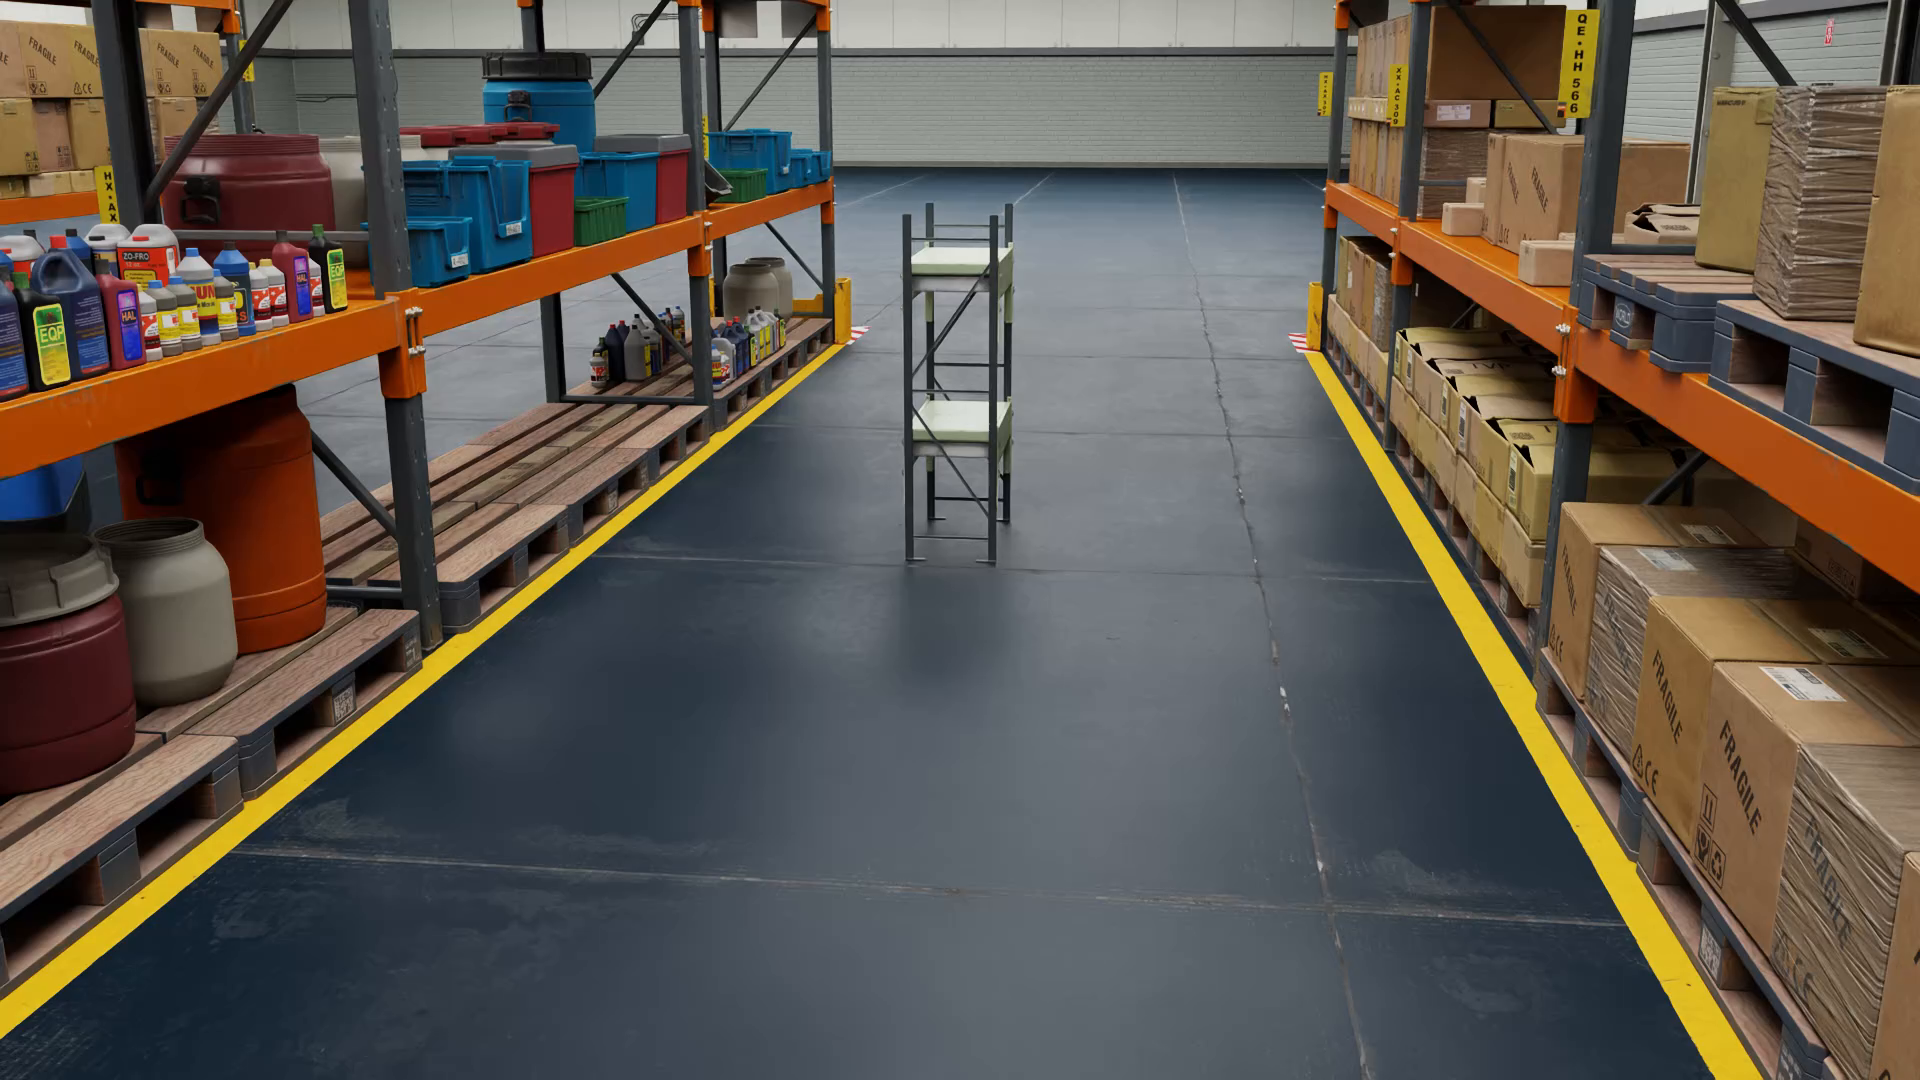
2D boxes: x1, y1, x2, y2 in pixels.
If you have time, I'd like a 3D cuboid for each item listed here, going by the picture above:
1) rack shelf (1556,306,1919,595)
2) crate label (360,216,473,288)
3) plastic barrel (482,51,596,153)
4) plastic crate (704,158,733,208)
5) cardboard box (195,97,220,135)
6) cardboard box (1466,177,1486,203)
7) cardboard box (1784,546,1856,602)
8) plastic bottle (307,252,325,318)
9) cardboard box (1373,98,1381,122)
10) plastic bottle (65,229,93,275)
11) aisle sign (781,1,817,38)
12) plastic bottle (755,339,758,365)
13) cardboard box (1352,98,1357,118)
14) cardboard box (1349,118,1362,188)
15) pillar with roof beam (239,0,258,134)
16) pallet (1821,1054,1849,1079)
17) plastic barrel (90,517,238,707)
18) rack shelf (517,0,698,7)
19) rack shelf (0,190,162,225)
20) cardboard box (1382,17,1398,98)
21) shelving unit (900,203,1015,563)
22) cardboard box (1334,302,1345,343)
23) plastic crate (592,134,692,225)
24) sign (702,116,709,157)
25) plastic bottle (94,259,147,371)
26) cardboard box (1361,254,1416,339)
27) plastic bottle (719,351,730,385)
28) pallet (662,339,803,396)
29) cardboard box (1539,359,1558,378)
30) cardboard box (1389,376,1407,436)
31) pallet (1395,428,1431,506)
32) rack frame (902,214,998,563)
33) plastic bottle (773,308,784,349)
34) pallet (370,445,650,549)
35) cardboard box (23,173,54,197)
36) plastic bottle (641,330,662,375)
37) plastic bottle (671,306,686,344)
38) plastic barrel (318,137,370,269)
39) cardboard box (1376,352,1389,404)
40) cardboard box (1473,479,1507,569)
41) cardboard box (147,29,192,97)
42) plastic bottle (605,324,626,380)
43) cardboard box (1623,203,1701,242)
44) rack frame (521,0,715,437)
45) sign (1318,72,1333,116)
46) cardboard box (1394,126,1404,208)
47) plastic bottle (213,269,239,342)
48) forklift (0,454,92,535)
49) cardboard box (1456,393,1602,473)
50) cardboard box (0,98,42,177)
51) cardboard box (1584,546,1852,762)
[{"bbox_3d":[2.258,-0.046,3.465,1.077,0.370,4.000,2,15,6],"label":"rack shelf"},{"bbox_3d":[-2.018,-1.077,6.218,0.303,0.233,0.416,2,15,6],"label":"crate label"},{"bbox_3d":[-2.331,-2.247,9.267,0.600,0.901,0.708,2,15,6],"label":"plastic barrel"},{"bbox_3d":[-1.801,-2.199,10.166,0.767,0.338,0.504,2,15,6],"label":"plastic crate"},{"bbox_3d":[-6.546,-3.330,13.469,0.875,0.500,0.500,2,15,6],"label":"cardboard box"},{"bbox_3d":[2.923,-1.748,8.669,0.500,0.250,0.500,3,15,10],"label":"cardboard box"},{"bbox_3d":[2.611,0.331,4.636,0.500,0.500,0.500,2,15,8],"label":"cardboard box"},{"bbox_3d":[-2.091,-0.817,5.316,0.097,0.201,0.097,0,15,0],"label":"plastic bottle"},{"bbox_3d":[2.954,-2.855,11.038,0.380,0.149,0.250,2,15,7],"label":"cardboard box"},{"bbox_3d":[-2.848,-0.865,5.362,0.097,0.271,0.097,0,15,0],"label":"plastic bottle"},{"bbox_3d":[-1.232,-4.399,13.204,0.394,0.787,0.004,2,15,6],"label":"aisle sign"},{"bbox_3d":[-1.407,-1.277,11.157,0.097,0.201,0.097,0,15,0],"label":"plastic bottle"},{"bbox_3d":[3.101,-3.185,12.259,0.380,0.149,0.250,1,15,5],"label":"cardboard box"},{"bbox_3d":[3.321,-2.915,12.504,0.700,0.500,0.500,2,15,6],"label":"cardboard box"},{"bbox_3d":[-14.547,-14.113,42.616,9.100,9.000,0.400,2,15,6],"label":"pillar with roof beam"},{"bbox_3d":[2.086,1.259,2.601,1.003,0.211,1.213,2,15,6],"label":"pallet"},{"bbox_3d":[-2.451,0.215,5.080,0.421,0.512,0.421,0,15,0],"label":"plastic barrel"},{"bbox_3d":[-2.212,-2.679,7.454,1.077,0.370,4.000,2,15,6],"label":"rack shelf"},{"bbox_3d":[-6.682,-2.414,12.221,1.077,0.370,4.000,2,15,6],"label":"rack shelf"},{"bbox_3d":[3.148,-3.130,10.815,0.700,0.500,0.500,2,15,6],"label":"cardboard box"},{"bbox_3d":[0.001,-0.726,7.473,0.431,1.500,0.755,2,15,6],"label":"shelving unit"},{"bbox_3d":[3.052,-1.600,12.297,0.500,0.250,0.500,2,15,6],"label":"cardboard box"},{"bbox_3d":[-1.737,-1.993,9.163,0.402,0.464,0.583,2,15,6],"label":"plastic crate"},{"bbox_3d":[-2.081,-3.285,13.534,0.100,0.325,0.005,2,15,6],"label":"sign"},{"bbox_3d":[-2.189,-0.589,4.317,0.061,0.283,0.133,2,15,6],"label":"plastic bottle"},{"bbox_3d":[2.891,-1.573,10.760,0.500,0.500,0.500,2,15,6],"label":"cardboard box"},{"bbox_3d":[-1.492,-1.081,10.430,0.097,0.201,0.097,0,15,0],"label":"plastic bottle"},{"bbox_3d":[-1.734,-1.241,11.847,1.003,0.211,1.213,2,15,6],"label":"pallet"},{"bbox_3d":[3.063,-0.718,7.960,0.500,0.311,0.500,2,15,6],"label":"cardboard box"},{"bbox_3d":[2.643,-0.728,9.071,0.500,0.250,0.500,1,15,5],"label":"cardboard box"},{"bbox_3d":[2.890,-0.412,8.780,1.003,0.211,1.213,2,15,6],"label":"pallet"},{"bbox_3d":[-0.041,-0.631,7.122,0.400,1.500,0.023,2,15,6],"label":"rack frame"},{"bbox_3d":[-1.302,-1.515,11.880,0.061,0.283,0.133,2,15,8],"label":"plastic bottle"},{"bbox_3d":[-2.172,-0.228,8.103,1.003,0.211,1.213,2,15,6],"label":"pallet"},{"bbox_3d":[-6.455,-2.427,11.373,0.380,0.149,0.250,2,15,6],"label":"cardboard box"},{"bbox_3d":[-2.029,-1.222,10.809,0.152,0.276,0.135,2,15,6],"label":"plastic bottle"},{"bbox_3d":[-2.049,-1.568,12.100,0.097,0.271,0.097,0,15,0],"label":"plastic bottle"},{"bbox_3d":[-2.534,-1.386,6.828,0.421,0.512,0.421,0,15,0],"label":"plastic barrel"},{"bbox_3d":[2.770,-0.952,9.899,0.500,0.250,0.500,2,15,6],"label":"cardboard box"},{"bbox_3d":[2.355,-0.065,6.620,0.500,0.250,0.500,2,15,6],"label":"cardboard box"},{"bbox_3d":[-6.324,-3.675,12.829,0.500,0.500,0.500,2,15,6],"label":"cardboard box"},{"bbox_3d":[-2.200,-1.206,10.607,0.144,0.351,0.185,1,15,5],"label":"plastic bottle"},{"bbox_3d":[2.777,-1.096,6.138,0.500,0.311,0.500,2,15,6],"label":"cardboard box"},{"bbox_3d":[-1.987,-2.097,9.670,1.000,3.000,0.127,2,15,6],"label":"rack frame"},{"bbox_3d":[2.835,-3.461,12.906,0.100,0.325,0.005,2,15,6],"label":"sign"},{"bbox_3d":[3.032,-2.250,10.046,0.700,0.500,0.500,2,15,6],"label":"cardboard box"},{"bbox_3d":[-2.150,-0.681,4.814,0.097,0.201,0.097,0,15,0],"label":"plastic bottle"},{"bbox_3d":[-5.281,-1.189,6.443,3.031,2.935,1.130,-6,16,-21],"label":"forklift"},{"bbox_3d":[2.410,-0.467,7.033,0.500,0.311,0.500,2,15,6],"label":"cardboard box"},{"bbox_3d":[-6.704,-2.678,11.058,0.875,0.500,0.500,2,15,6],"label":"cardboard box"},{"bbox_3d":[2.095,0.327,4.650,0.500,0.500,0.500,1,15,4],"label":"cardboard box"}]
